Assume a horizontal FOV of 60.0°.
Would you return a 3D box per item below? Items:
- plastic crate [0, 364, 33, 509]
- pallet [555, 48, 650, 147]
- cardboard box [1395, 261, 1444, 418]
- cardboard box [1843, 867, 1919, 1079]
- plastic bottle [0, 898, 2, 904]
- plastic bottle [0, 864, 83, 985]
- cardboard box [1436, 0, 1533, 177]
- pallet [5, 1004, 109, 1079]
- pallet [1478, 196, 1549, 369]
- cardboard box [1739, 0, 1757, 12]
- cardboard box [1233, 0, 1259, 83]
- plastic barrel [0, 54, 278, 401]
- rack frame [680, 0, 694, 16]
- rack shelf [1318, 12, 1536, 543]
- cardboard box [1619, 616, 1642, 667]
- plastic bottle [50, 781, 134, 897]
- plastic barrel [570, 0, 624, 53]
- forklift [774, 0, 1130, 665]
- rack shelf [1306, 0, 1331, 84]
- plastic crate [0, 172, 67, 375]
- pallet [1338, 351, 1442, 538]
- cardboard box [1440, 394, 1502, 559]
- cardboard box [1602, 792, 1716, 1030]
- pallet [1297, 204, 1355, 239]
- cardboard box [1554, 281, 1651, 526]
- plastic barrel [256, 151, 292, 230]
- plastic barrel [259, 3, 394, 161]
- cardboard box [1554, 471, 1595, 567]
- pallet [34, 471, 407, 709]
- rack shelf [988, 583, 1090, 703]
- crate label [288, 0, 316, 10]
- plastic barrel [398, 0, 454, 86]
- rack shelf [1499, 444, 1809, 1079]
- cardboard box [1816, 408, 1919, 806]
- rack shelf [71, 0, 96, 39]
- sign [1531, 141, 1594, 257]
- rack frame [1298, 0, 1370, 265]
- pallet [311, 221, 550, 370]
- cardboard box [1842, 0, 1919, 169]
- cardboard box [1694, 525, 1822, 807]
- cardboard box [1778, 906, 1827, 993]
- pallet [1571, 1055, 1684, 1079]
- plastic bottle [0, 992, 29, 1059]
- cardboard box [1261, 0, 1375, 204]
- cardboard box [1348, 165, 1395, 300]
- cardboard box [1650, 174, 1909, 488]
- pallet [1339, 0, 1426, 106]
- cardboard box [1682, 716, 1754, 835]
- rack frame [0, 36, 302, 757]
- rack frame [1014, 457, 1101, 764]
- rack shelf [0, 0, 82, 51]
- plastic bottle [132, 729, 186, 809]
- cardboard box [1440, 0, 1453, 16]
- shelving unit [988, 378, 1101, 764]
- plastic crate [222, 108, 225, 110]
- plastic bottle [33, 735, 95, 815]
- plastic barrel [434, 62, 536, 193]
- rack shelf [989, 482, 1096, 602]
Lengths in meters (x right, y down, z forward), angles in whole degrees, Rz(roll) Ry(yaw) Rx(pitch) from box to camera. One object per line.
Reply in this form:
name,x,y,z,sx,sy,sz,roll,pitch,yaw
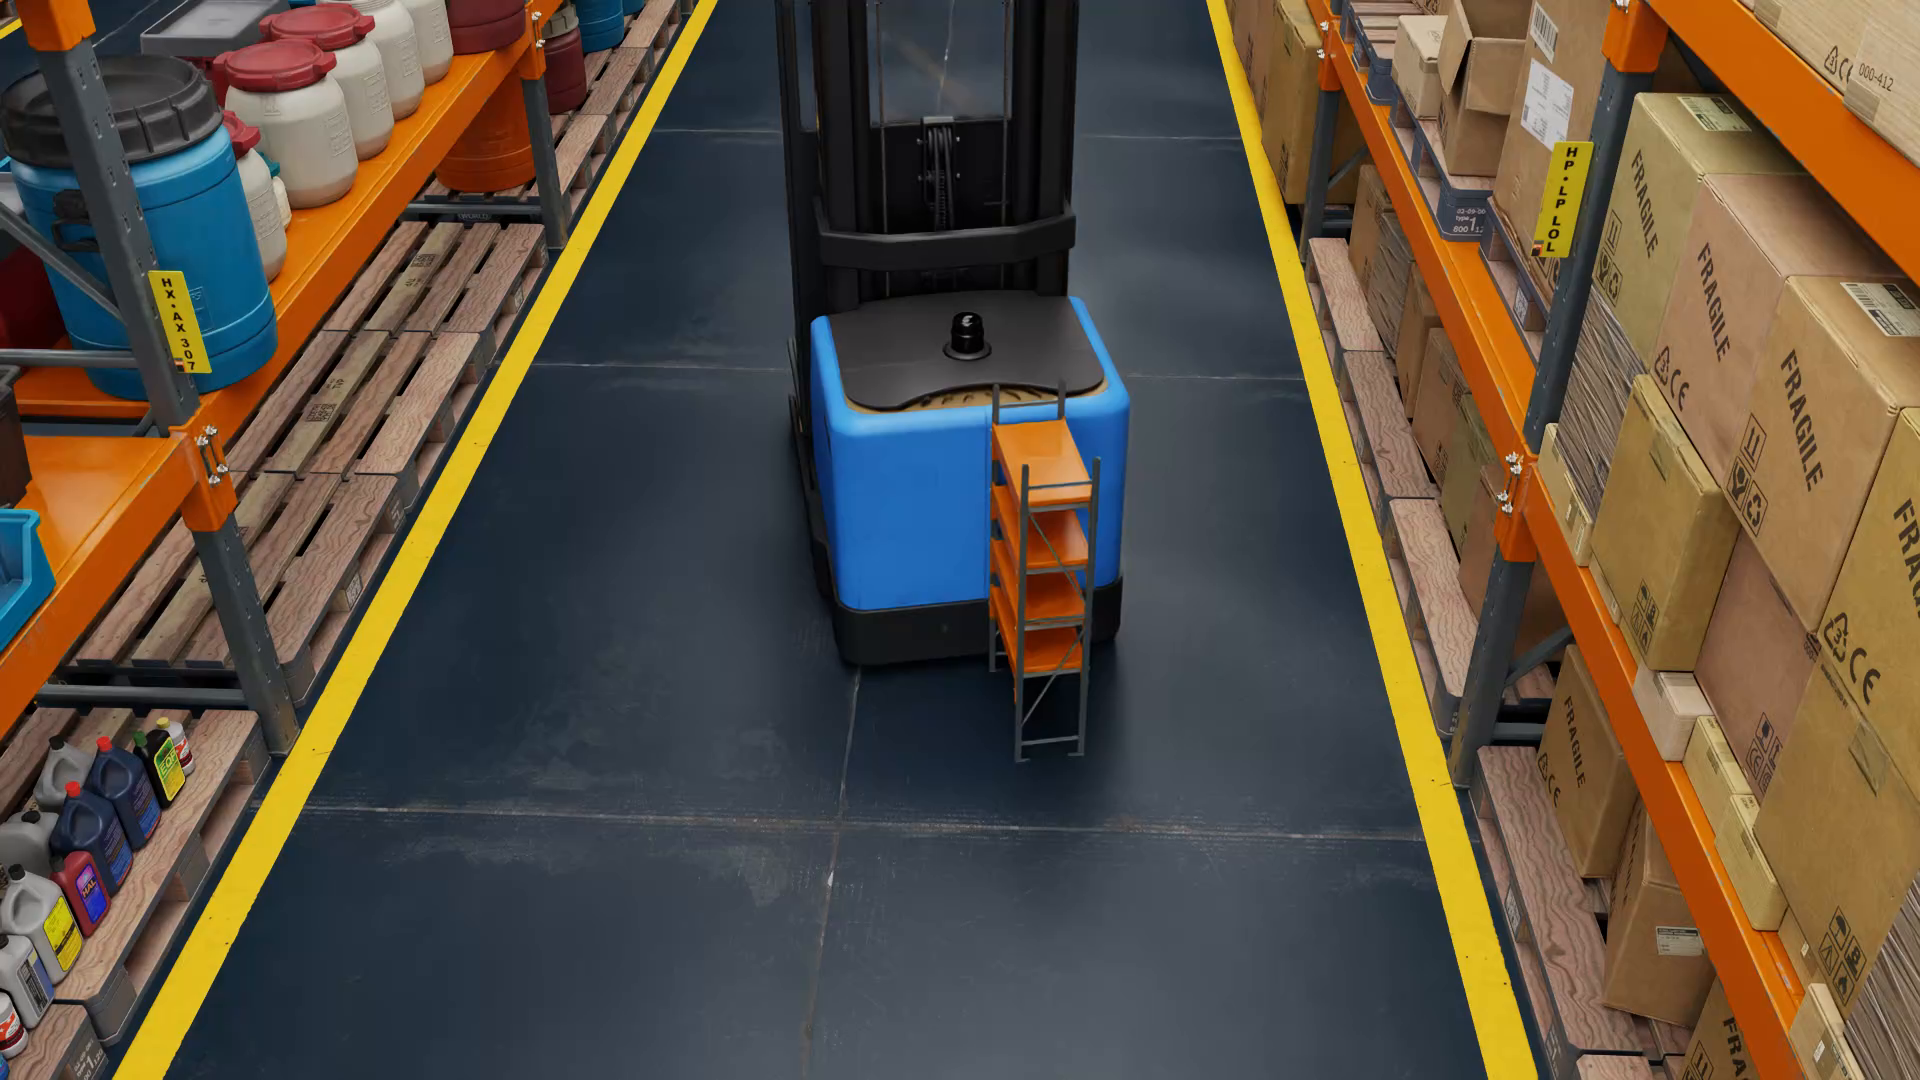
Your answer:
plastic crate,-2.944,-0.208,4.491,0.767,0.338,0.504,1,35,2
pallet,-2.594,-2.842,10.610,1.003,0.211,1.213,1,35,2
cardboard box,2.281,-0.842,7.131,0.700,0.500,0.500,4,35,6
cardboard box,2.005,0.827,2.619,0.875,0.500,0.500,1,35,2
plastic bottle,-2.658,1.085,4.577,0.061,0.283,0.133,1,35,2
plastic bottle,-2.555,1.045,4.576,0.144,0.351,0.185,1,35,2
cardboard box,2.130,-1.629,6.004,0.797,0.503,0.637,5,35,7
pallet,-2.911,1.697,4.152,1.003,0.211,1.213,1,35,2
pallet,2.329,-0.774,5.410,1.003,0.211,1.213,1,35,2
cardboard box,1.879,-1.330,3.556,0.500,0.250,0.500,0,35,0
cardboard box,2.433,-3.434,10.510,1.225,0.875,0.875,0,35,0
plastic barrel,-2.478,-0.951,5.059,0.600,0.901,0.708,1,35,2
rack frame,-2.475,-5.128,11.437,1.000,3.000,0.127,1,35,2
rack shelf,2.233,-1.272,6.576,1.077,0.370,4.000,1,35,2
cardboard box,1.838,0.234,4.027,0.380,0.149,0.250,1,35,2
plastic bottle,-2.542,0.859,4.840,0.144,0.351,0.185,0,35,0
plastic barrel,-2.542,-3.722,10.897,0.600,0.901,0.708,1,35,2
forklift,-0.157,-1.588,6.460,1.130,2.935,3.031,-5,35,-8
rack shelf,2.394,-3.570,9.846,1.077,0.370,4.000,1,35,2
plastic crate,-3.083,-0.843,5.285,0.402,0.464,0.583,1,35,2
pallet,2.229,-0.426,7.173,1.003,0.211,1.213,1,35,2
cardboard box,2.237,-0.200,6.217,0.700,0.500,0.500,1,35,2
cardboard box,2.081,0.992,4.538,0.500,0.500,0.500,12,37,17
pallet,2.420,-2.025,9.448,1.003,0.211,1.213,1,35,2
cardboard box,2.073,-0.323,4.255,0.875,0.500,0.500,1,35,2
plastic barrel,-2.590,-1.232,6.014,0.301,0.262,0.301,0,35,0
plastic barrel,-2.492,-1.802,6.587,0.433,0.535,0.433,0,35,0
cardboard box,1.821,-0.054,4.437,0.380,0.149,0.250,1,35,2
pallet,-2.803,0.157,6.342,1.003,0.211,1.213,1,35,2
rack shelf,0.265,0.336,5.691,0.258,0.148,0.480,-5,35,-8
crate label,-2.946,-2.279,7.354,0.502,0.435,0.616,1,35,2
plastic barrel,-2.463,-2.279,7.287,0.421,0.512,0.421,0,35,0
rack shelf,2.072,1.026,3.307,1.077,0.370,4.000,1,35,2
cardboard box,1.832,0.126,2.747,0.500,0.500,0.500,1,35,2
rack shelf,-2.716,-2.613,5.877,1.077,0.370,4.000,1,35,2
sign,1.598,-0.901,4.417,0.100,0.325,0.005,1,35,2
rack frame,2.313,-2.715,8.005,1.000,3.000,0.127,1,35,2
pallet,-2.705,-1.244,8.337,1.003,0.211,1.213,1,35,2
cardboard box,1.832,-0.741,2.717,0.500,0.250,0.500,0,35,0
cardboard box,2.098,0.254,3.435,0.875,0.500,0.500,1,35,2
cardboard box,1.832,0.809,3.208,0.380,0.149,0.250,1,35,2
pallet,2.115,1.813,3.986,1.003,0.211,1.213,1,35,2
plastic bottle,-2.543,1.268,4.388,0.097,0.201,0.097,0,35,0
cardboard box,2.362,-2.414,9.058,1.225,0.875,0.875,0,35,0
cardboard box,2.306,-1.487,8.049,0.700,0.500,0.500,0,35,-1
cardboard box,1.862,-0.449,3.565,0.500,0.500,0.500,1,35,2
pallet,2.391,-2.225,7.474,1.213,0.211,1.003,1,35,2
cardboard box,1.818,0.521,3.618,0.380,0.149,0.250,1,35,2
rack frame,-2.796,-0.531,4.897,1.000,3.000,0.127,1,35,2
rack frame,0.304,0.256,5.342,0.240,1.200,0.015,-5,35,-8
rack shelf,-2.877,-0.315,2.607,1.077,0.370,4.000,1,35,2
plastic bottle,-2.486,0.684,5.148,0.061,0.283,0.133,3,35,4
cardboard box,2.409,-2.294,6.953,0.700,0.500,0.500,6,36,9
shelving unit,0.265,0.118,5.539,0.258,1.200,0.503,-5,35,-8
plastic crate,-3.008,-1.452,6.391,0.450,0.188,0.662,1,35,2
plastic bottle,-2.678,0.746,5.001,0.144,0.351,0.185,1,35,2
plastic barrel,-2.633,-2.395,9.071,0.600,0.830,0.708,1,35,2
rack shelf,0.265,-0.010,5.449,0.258,0.148,0.480,-5,35,-8
